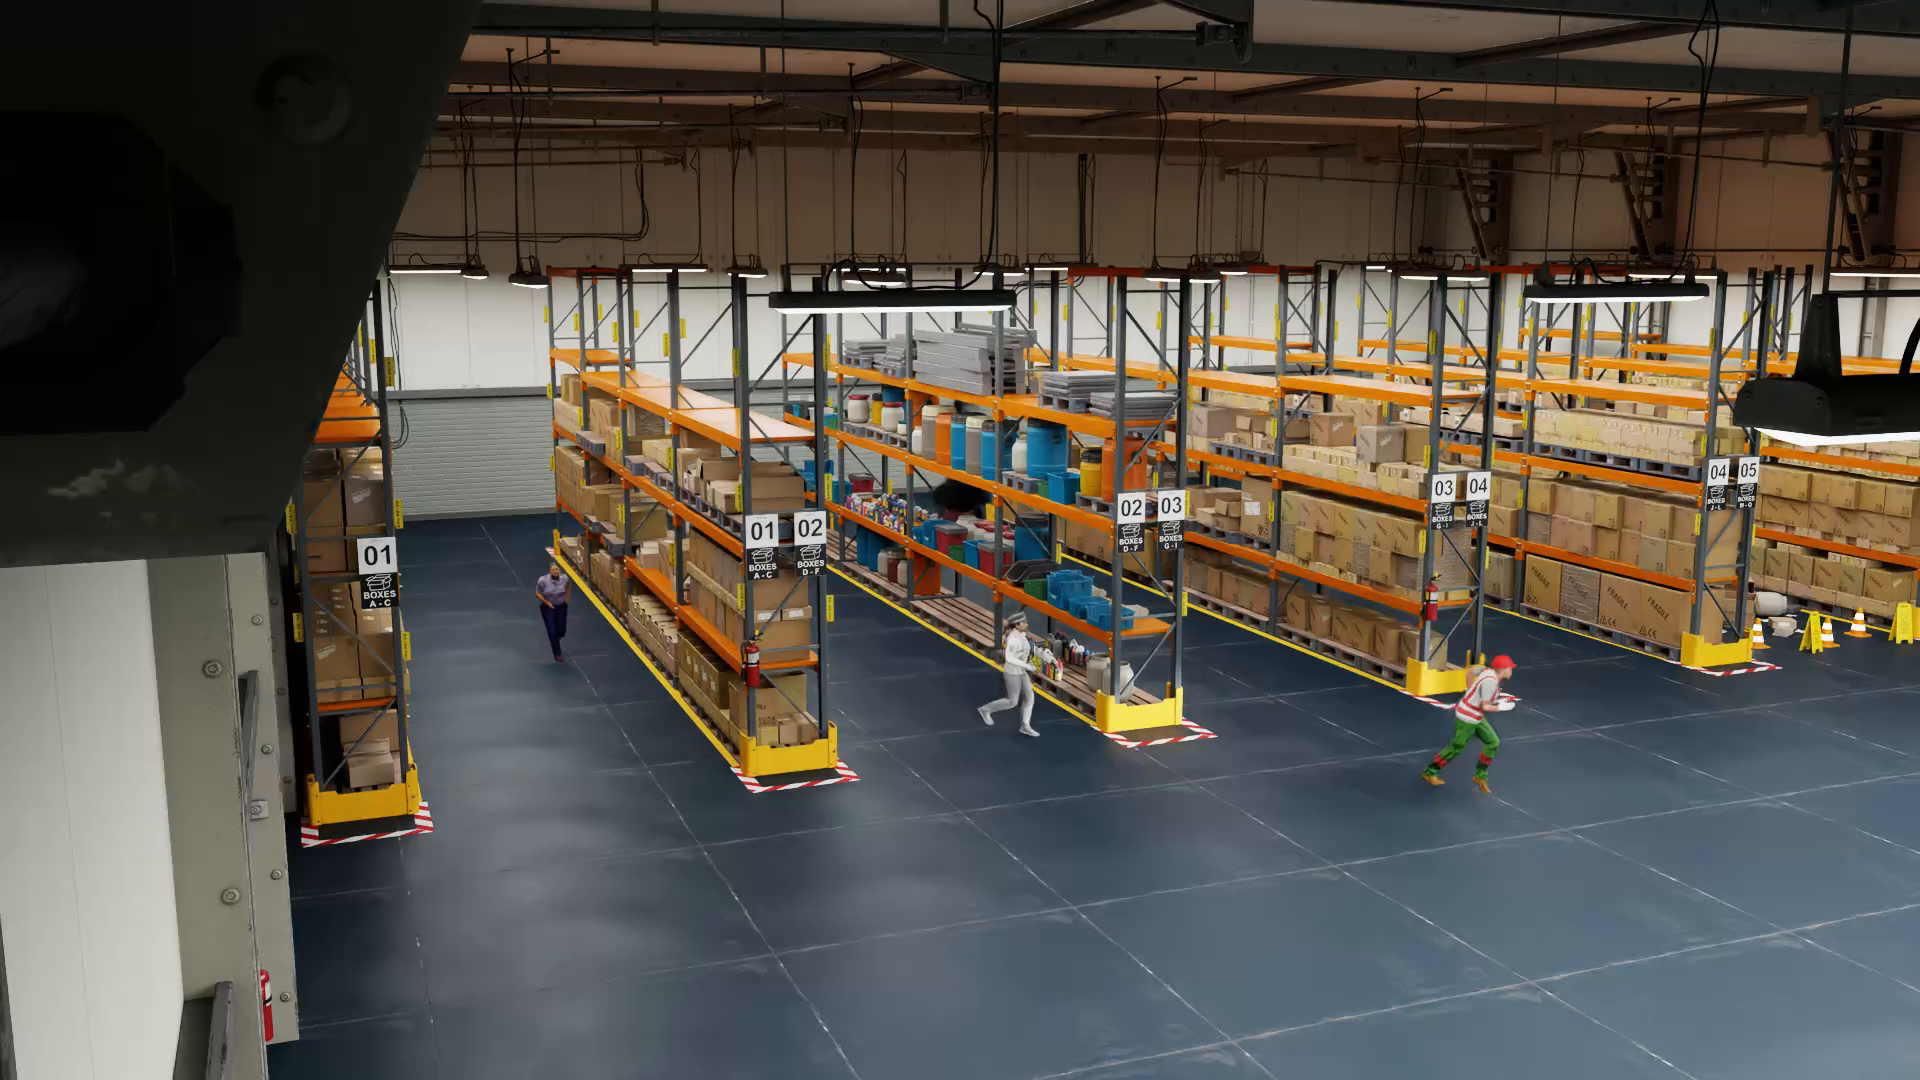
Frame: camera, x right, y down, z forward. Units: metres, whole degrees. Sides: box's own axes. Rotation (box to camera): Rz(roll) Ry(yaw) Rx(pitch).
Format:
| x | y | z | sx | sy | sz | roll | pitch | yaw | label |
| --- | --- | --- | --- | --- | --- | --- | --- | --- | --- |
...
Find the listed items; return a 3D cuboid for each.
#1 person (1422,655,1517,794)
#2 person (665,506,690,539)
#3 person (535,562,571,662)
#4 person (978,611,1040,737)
| x | y | z | sx | sy | sz | roll | pitch | yaw | label |
| --- | --- | --- | --- | --- | --- | --- | --- | --- | --- |
| 5.992 | 2.161 | 19.581 | 1.008 | 1.715 | 0.705 | 3 | 10 | 18 | person |
| -5.850 | -0.535 | 34.700 | 0.675 | 1.730 | 0.589 | -8 | 12 | -37 | person |
| -6.332 | 1.090 | 25.937 | 0.572 | 1.595 | 0.714 | -4 | 11 | -20 | person |
| 0.656 | 1.750 | 21.885 | 0.823 | 1.687 | 0.613 | 3 | 10 | 15 | person |
